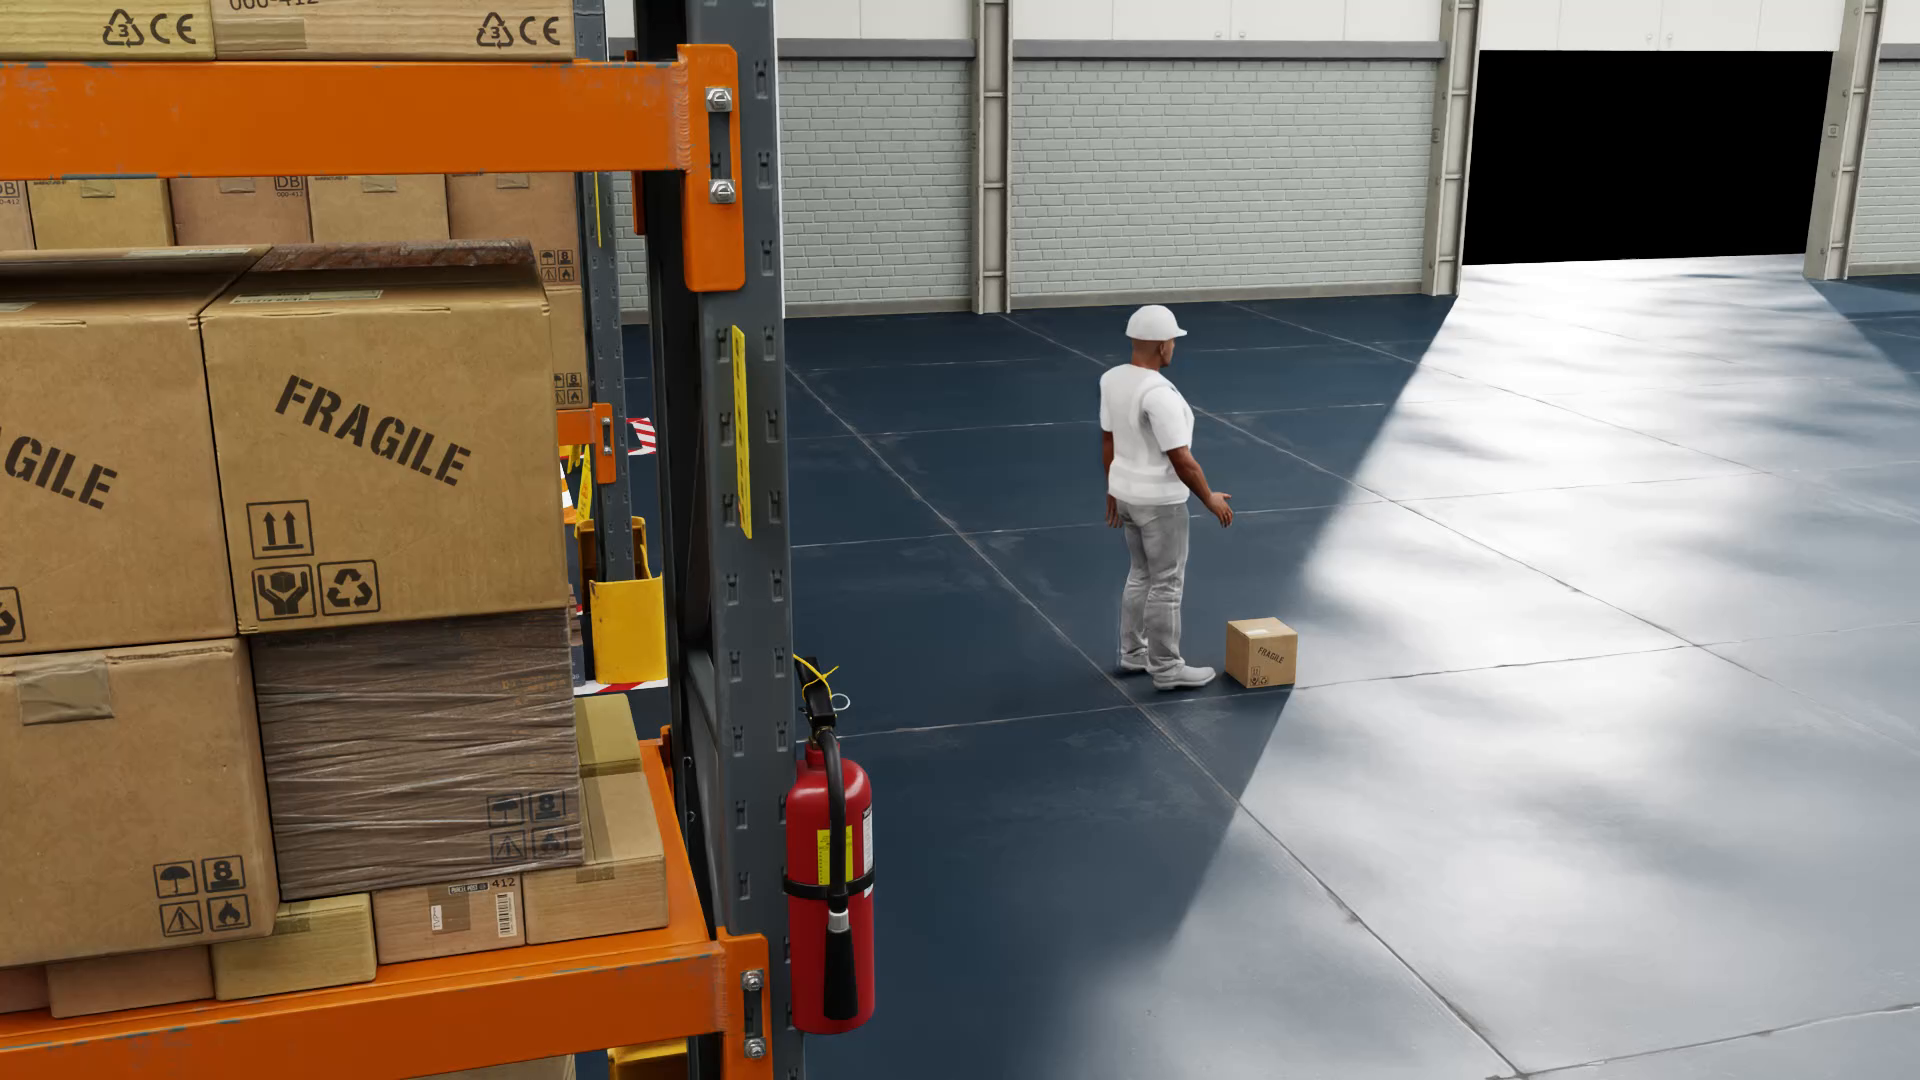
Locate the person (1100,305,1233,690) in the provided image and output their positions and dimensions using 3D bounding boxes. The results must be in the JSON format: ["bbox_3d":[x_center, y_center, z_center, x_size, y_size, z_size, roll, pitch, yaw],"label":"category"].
[{"bbox_3d":[0.923,-0.174,7.590,0.495,1.803,0.590,-6,17,-20],"label":"person"}]
